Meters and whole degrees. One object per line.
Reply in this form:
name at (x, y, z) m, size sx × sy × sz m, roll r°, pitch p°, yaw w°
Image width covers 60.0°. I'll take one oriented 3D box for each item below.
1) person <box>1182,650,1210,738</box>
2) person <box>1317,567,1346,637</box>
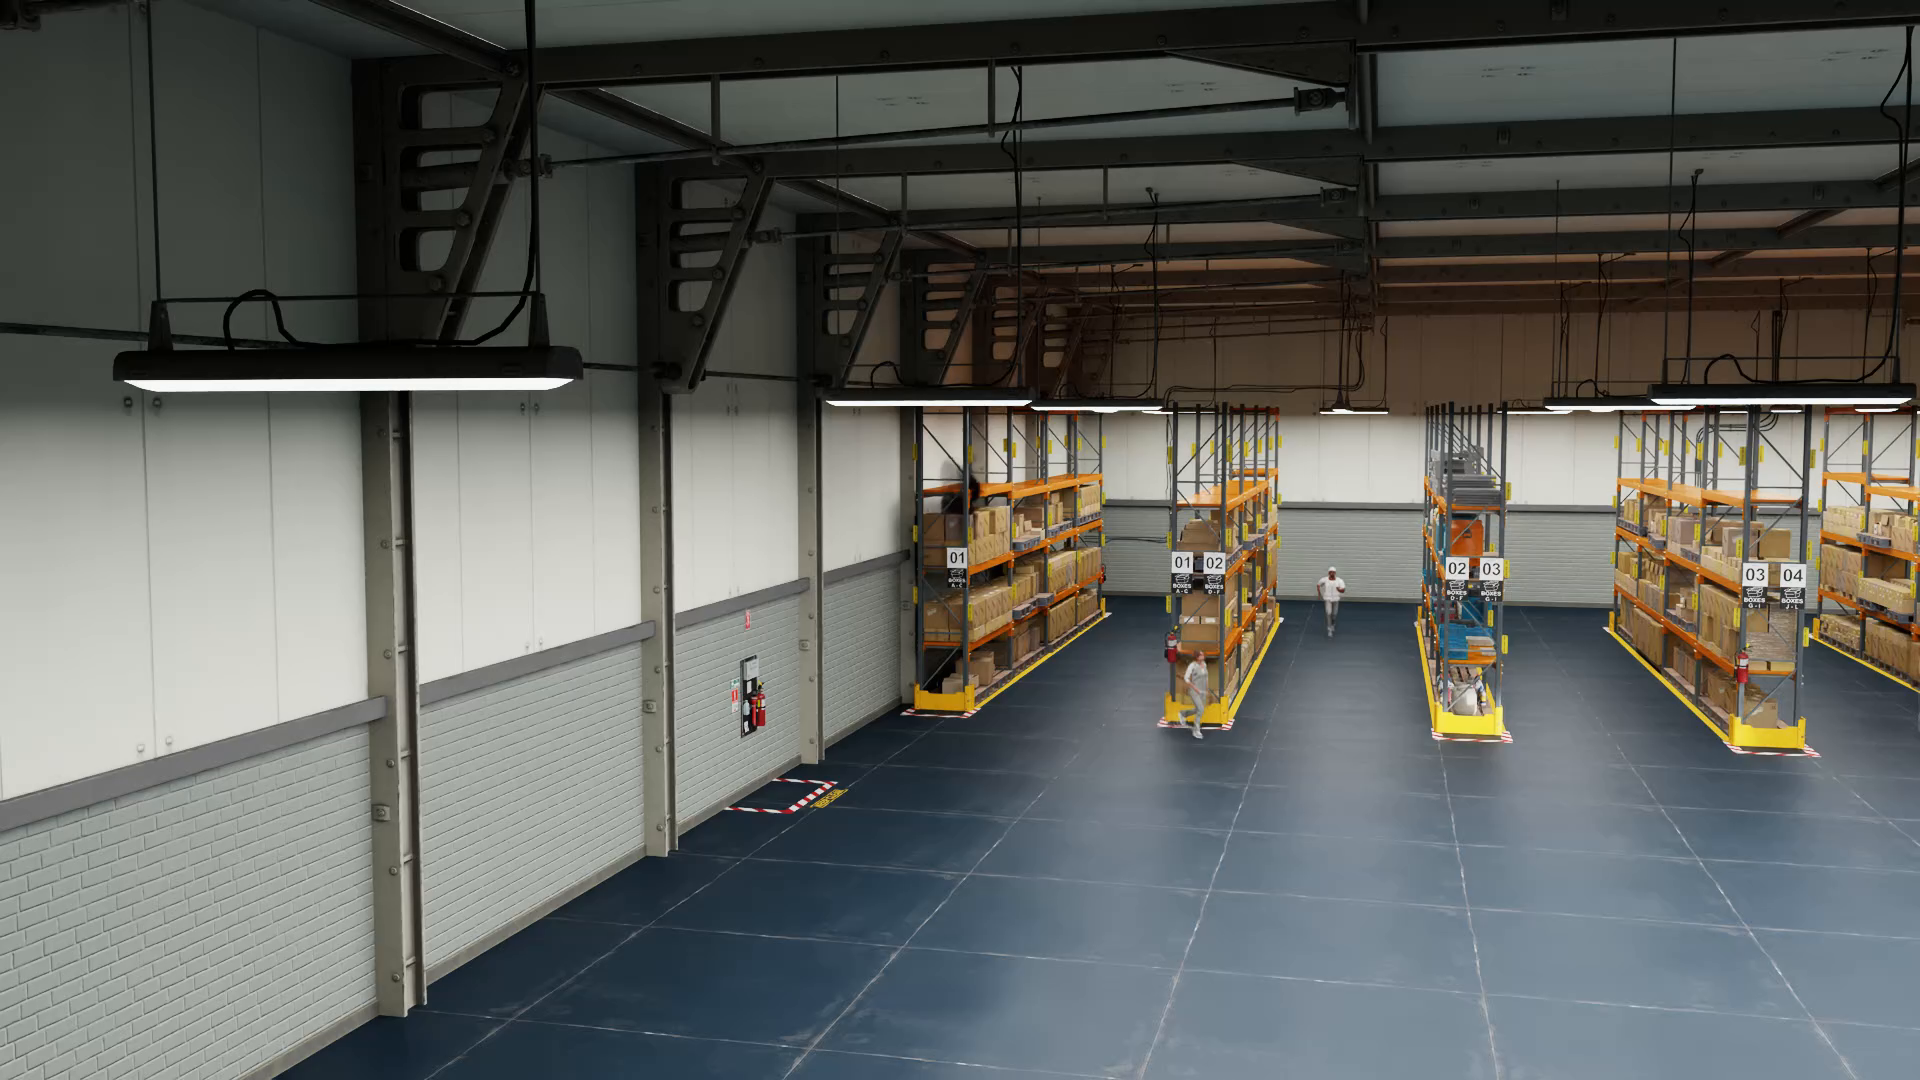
person at (4.253, 2.748, 29.862) m, size 0.560 × 1.580 × 0.615 m, roll -4°, pitch 6°, yaw -40°
person at (9.747, 1.592, 43.588) m, size 0.695 × 1.768 × 0.966 m, roll 0°, pitch 4°, yaw 3°
